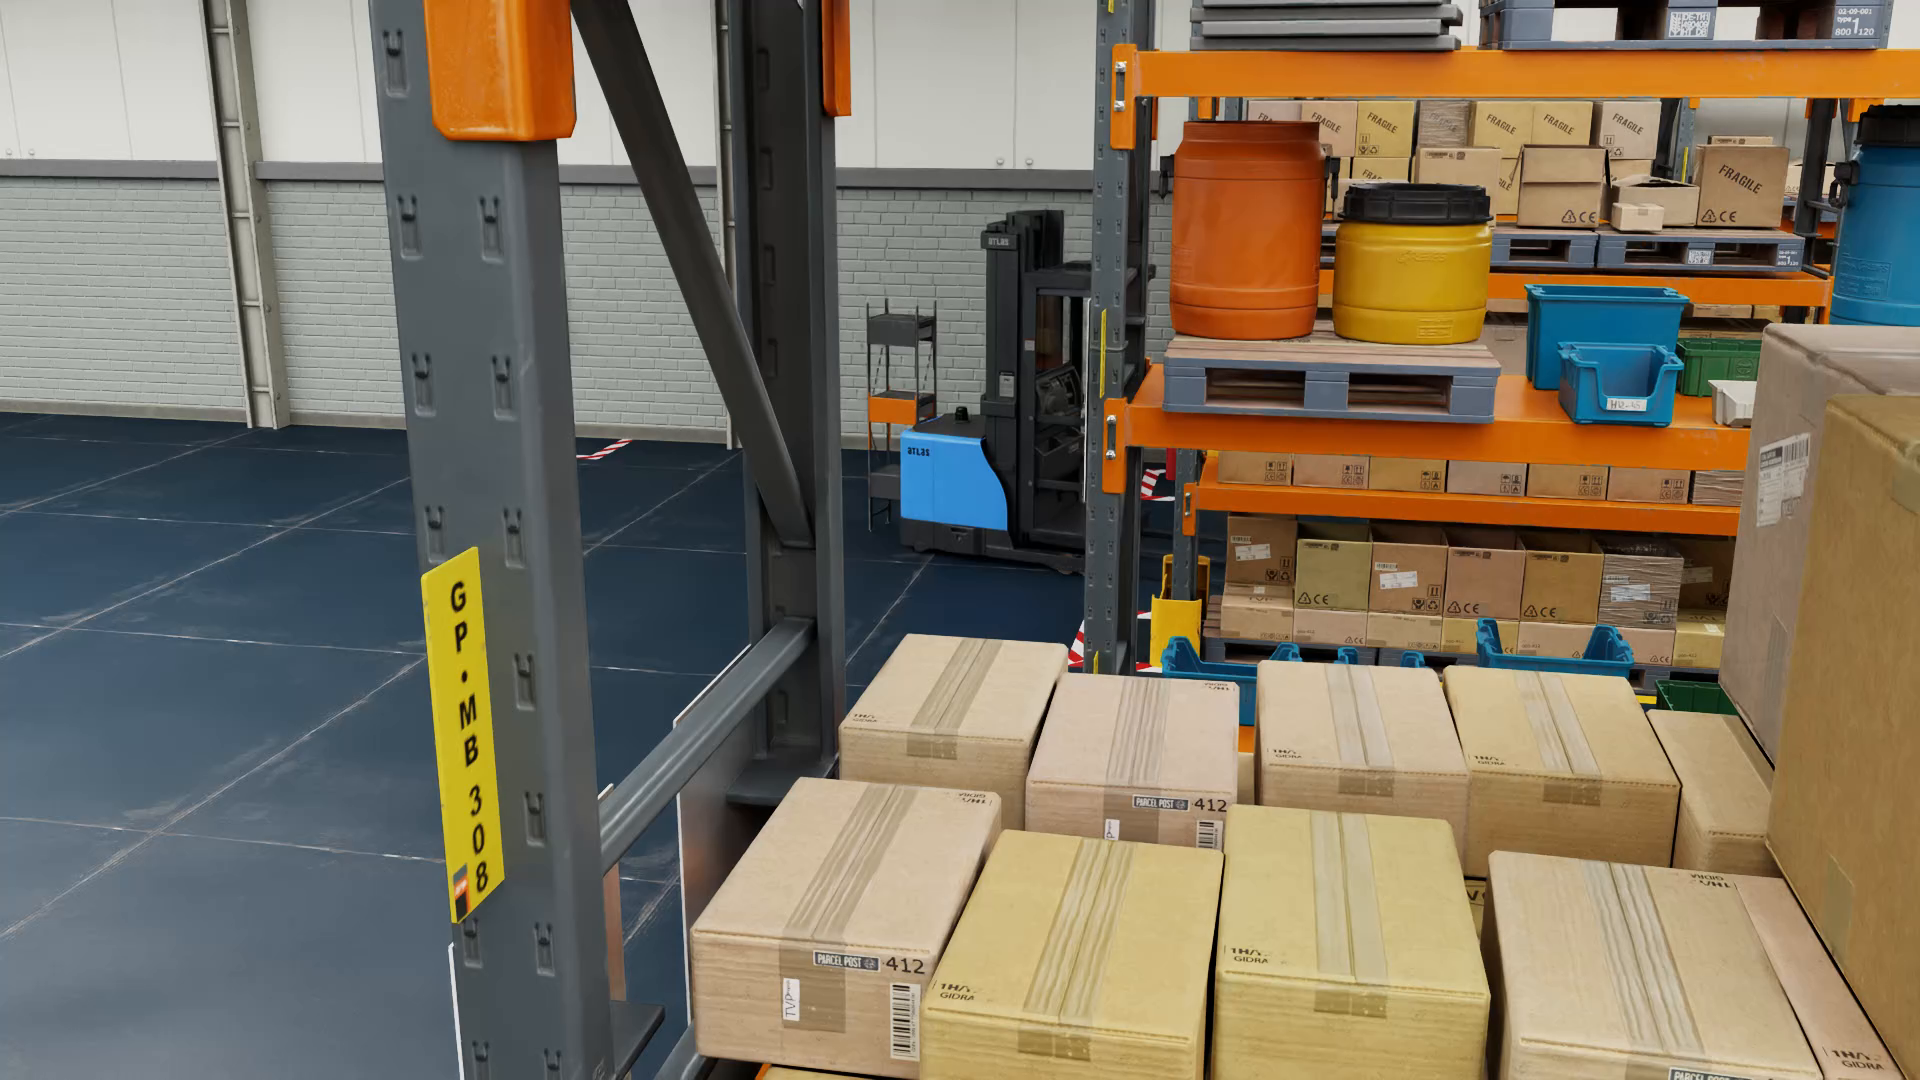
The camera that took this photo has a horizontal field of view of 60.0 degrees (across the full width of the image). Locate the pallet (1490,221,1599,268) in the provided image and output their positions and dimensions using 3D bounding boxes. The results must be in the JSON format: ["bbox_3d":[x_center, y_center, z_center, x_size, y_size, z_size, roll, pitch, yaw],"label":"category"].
[{"bbox_3d":[3.531,-1.986,11.091,1.213,0.211,1.003,3,16,11],"label":"pallet"}]

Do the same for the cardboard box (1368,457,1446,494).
[{"bbox_3d":[3.100,-0.658,11.560,0.500,0.500,0.700,3,16,11],"label":"cardboard box"}]

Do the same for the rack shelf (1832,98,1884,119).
[{"bbox_3d":[7.524,-2.725,10.068,4.000,0.370,1.077,3,16,11],"label":"rack shelf"}]

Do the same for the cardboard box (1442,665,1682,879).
[{"bbox_3d":[0.773,0.304,2.190,0.250,0.149,0.380,3,16,11],"label":"cardboard box"}]

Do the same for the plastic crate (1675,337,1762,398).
[{"bbox_3d":[3.082,-0.682,6.615,0.450,0.188,0.336,3,16,11],"label":"plastic crate"}]

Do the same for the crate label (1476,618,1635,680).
[{"bbox_3d":[2.511,0.613,7.092,0.616,0.435,0.502,3,16,11],"label":"crate label"}]

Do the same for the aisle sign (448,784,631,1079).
[{"bbox_3d":[-0.454,0.721,1.899,0.004,0.787,0.394,3,16,11],"label":"aisle sign"}]

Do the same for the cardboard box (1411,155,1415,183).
[{"bbox_3d":[4.464,-3.321,15.518,0.500,0.500,0.500,4,16,15],"label":"cardboard box"}]

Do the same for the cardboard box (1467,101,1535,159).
[{"bbox_3d":[4.950,-3.768,15.259,0.500,0.500,0.500,3,16,9],"label":"cardboard box"}]

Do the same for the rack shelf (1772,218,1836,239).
[{"bbox_3d":[8.508,-2.768,15.094,4.000,0.370,1.077,3,16,11],"label":"rack shelf"}]

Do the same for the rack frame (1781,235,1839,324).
[{"bbox_3d":[5.564,-0.479,11.104,0.127,3.000,1.000,3,16,11],"label":"rack frame"}]

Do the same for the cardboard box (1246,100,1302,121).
[{"bbox_3d":[2.957,-3.890,15.698,0.500,0.500,0.500,2,16,7],"label":"cardboard box"}]

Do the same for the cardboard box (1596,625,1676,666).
[{"bbox_3d":[4.578,0.647,11.403,0.500,0.250,0.500,3,16,11],"label":"cardboard box"}]

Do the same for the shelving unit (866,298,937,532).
[{"bbox_3d":[-0.520,-1.104,15.044,0.503,2.100,0.431,7,17,24],"label":"shelving unit"}]

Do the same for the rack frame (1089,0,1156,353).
[{"bbox_3d":[0.654,-2.288,6.394,0.127,3.000,1.000,3,16,11],"label":"rack frame"}]

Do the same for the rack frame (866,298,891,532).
[{"bbox_3d":[-0.741,-1.132,15.143,0.015,2.100,0.400,7,17,24],"label":"rack frame"}]

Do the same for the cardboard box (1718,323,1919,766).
[{"bbox_3d":[1.236,0.037,1.938,0.500,0.500,0.500,3,16,11],"label":"cardboard box"}]

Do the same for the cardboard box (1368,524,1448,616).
[{"bbox_3d":[3.109,0.205,11.592,0.500,0.500,0.500,3,16,11],"label":"cardboard box"}]

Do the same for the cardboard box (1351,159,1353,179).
[{"bbox_3d":[3.573,-3.515,16.220,0.500,0.500,0.500,3,16,11],"label":"cardboard box"}]

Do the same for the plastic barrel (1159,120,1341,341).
[{"bbox_3d":[1.155,-1.259,6.708,0.708,0.830,0.600,3,16,11],"label":"plastic barrel"}]

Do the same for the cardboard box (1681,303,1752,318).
[{"bbox_3d":[7.040,-2.000,15.581,0.500,0.500,0.700,3,16,11],"label":"cardboard box"}]

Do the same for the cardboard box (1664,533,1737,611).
[{"bbox_3d":[5.172,0.175,11.699,0.500,0.500,0.500,3,16,11],"label":"cardboard box"}]

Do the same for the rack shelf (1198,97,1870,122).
[{"bbox_3d":[3.604,-2.938,10.836,4.000,0.370,1.077,3,16,11],"label":"rack shelf"}]

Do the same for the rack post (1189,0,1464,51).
[{"bbox_3d":[1.369,-1.973,6.195,0.954,0.300,0.937,5,16,17],"label":"rack post"}]

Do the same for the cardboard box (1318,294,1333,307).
[{"bbox_3d":[3.518,-2.154,15.988,0.500,0.500,0.500,3,16,11],"label":"cardboard box"}]

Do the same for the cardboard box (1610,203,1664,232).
[{"bbox_3d":[4.328,-2.066,10.636,0.250,0.149,0.380,3,16,11],"label":"cardboard box"}]

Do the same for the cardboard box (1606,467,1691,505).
[{"bbox_3d":[4.610,-0.576,11.265,0.500,0.500,0.700,3,16,11],"label":"cardboard box"}]

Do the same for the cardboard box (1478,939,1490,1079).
[{"bbox_3d":[0.594,0.645,1.707,0.500,0.250,0.500,3,16,10],"label":"cardboard box"}]

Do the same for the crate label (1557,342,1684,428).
[{"bbox_3d":[2.422,-0.585,6.143,0.408,0.251,0.502,3,16,11],"label":"crate label"}]

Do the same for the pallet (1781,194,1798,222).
[{"bbox_3d":[7.132,-3.070,15.188,1.003,0.211,1.213,3,16,11],"label":"pallet"}]

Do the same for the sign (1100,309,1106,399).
[{"bbox_3d":[0.540,-0.703,6.275,0.005,0.325,0.100,3,16,11],"label":"sign"}]

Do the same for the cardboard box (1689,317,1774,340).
[{"bbox_3d":[5.128,-1.175,10.997,0.500,0.500,0.700,3,16,11],"label":"cardboard box"}]

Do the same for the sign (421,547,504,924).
[{"bbox_3d":[-0.441,0.174,1.488,0.005,0.325,0.100,3,16,11],"label":"sign"}]

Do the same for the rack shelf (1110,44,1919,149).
[{"bbox_3d":[2.614,-1.642,6.159,4.000,0.370,1.077,3,16,11],"label":"rack shelf"}]

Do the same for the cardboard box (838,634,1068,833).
[{"bbox_3d":[0.001,0.267,2.325,0.250,0.149,0.380,3,16,11],"label":"cardboard box"}]

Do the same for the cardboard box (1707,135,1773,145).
[{"bbox_3d":[7.068,-3.422,15.132,0.500,0.500,0.500,5,16,19],"label":"cardboard box"}]

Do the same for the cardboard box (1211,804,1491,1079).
[{"bbox_3d":[0.397,0.429,1.739,0.250,0.149,0.380,3,16,10],"label":"cardboard box"}]

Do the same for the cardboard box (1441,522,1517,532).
[{"bbox_3d":[3.702,0.096,11.985,0.500,0.500,0.500,3,16,11],"label":"cardboard box"}]

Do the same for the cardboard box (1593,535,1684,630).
[{"bbox_3d":[4.579,0.285,11.304,0.500,0.500,0.500,3,16,11],"label":"cardboard box"}]

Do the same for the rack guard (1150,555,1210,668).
[{"bbox_3d":[1.621,0.511,12.210,0.348,0.500,1.175,3,16,11],"label":"rack guard"}]

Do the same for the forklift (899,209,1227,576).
[{"bbox_3d":[1.027,-1.265,14.070,3.031,2.935,1.130,7,17,24],"label":"forklift"}]

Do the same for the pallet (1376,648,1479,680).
[{"bbox_3d":[3.594,0.747,11.900,1.213,0.211,1.003,3,16,11],"label":"pallet"}]

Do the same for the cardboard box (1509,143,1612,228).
[{"bbox_3d":[3.976,-2.365,11.050,0.637,0.503,0.797,5,16,17],"label":"cardboard box"}]

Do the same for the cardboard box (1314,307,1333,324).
[{"bbox_3d":[2.668,-1.308,11.478,0.500,0.500,0.700,3,16,10],"label":"cardboard box"}]

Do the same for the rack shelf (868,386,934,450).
[{"bbox_3d":[-0.520,-1.091,15.048,0.480,0.518,0.431,7,17,24],"label":"rack shelf"}]

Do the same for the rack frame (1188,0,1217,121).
[{"bbox_3d":[1.644,-3.583,11.071,0.127,3.000,1.000,3,16,11],"label":"rack frame"}]

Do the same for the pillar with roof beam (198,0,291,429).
[{"bbox_3d":[-9.131,-4.581,14.671,0.400,9.000,9.100,3,16,11],"label":"pillar with roof beam"}]

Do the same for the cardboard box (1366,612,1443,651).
[{"bbox_3d":[3.106,0.570,11.681,0.500,0.250,0.500,3,16,11],"label":"cardboard box"}]
